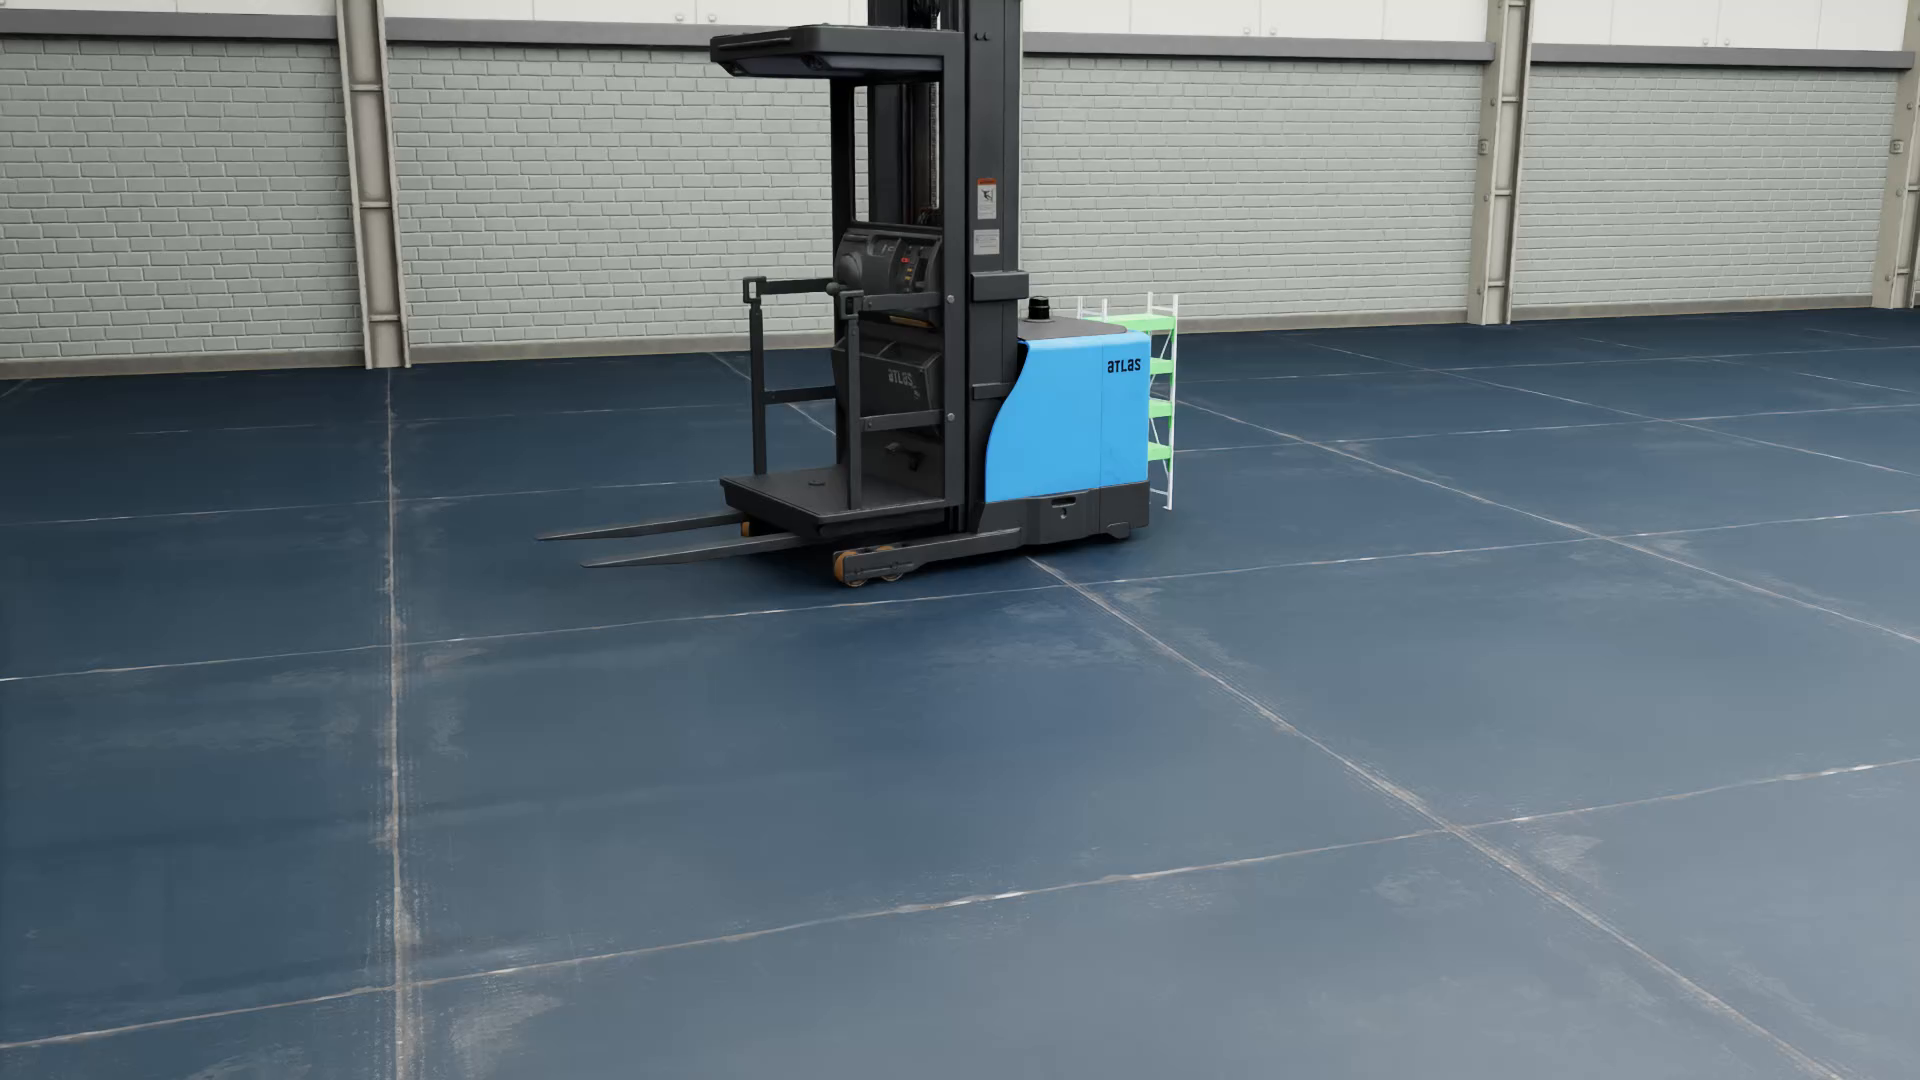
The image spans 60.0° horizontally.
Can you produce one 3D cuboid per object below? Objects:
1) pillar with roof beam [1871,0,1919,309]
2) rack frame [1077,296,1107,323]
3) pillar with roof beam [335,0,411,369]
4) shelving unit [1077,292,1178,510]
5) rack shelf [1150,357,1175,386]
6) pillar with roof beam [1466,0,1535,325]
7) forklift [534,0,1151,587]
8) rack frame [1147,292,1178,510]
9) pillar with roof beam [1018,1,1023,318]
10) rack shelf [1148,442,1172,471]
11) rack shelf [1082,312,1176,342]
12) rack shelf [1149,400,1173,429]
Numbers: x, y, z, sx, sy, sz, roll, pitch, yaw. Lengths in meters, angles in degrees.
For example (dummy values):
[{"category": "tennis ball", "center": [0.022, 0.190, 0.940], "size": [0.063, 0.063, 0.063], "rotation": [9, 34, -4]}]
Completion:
[{"category": "pillar with roof beam", "center": [13.135, -6.373, 15.988], "size": [0.400, 9.000, 9.100], "rotation": [-4, 14, -18]}, {"category": "rack frame", "center": [0.709, -0.718, 9.067], "size": [0.015, 1.200, 0.240], "rotation": [-8, 16, -32]}, {"category": "pillar with roof beam", "center": [-3.925, -5.044, 10.403], "size": [0.400, 9.000, 9.100], "rotation": [-4, 14, -18]}, {"category": "shelving unit", "center": [0.914, -0.748, 9.196], "size": [0.503, 1.200, 0.258], "rotation": [-8, 16, -32]}, {"category": "rack shelf", "center": [0.914, -0.920, 9.155], "size": [0.480, 0.148, 0.258], "rotation": [-8, 16, -32]}, {"category": "pillar with roof beam", "center": [7.448, -5.930, 14.127], "size": [0.400, 9.000, 9.100], "rotation": [-4, 14, -18]}, {"category": "forklift", "center": [-0.531, -1.347, 7.973], "size": [3.031, 2.935, 1.130], "rotation": [-8, 16, -32]}, {"category": "rack frame", "center": [1.120, -0.779, 9.324], "size": [0.015, 1.200, 0.240], "rotation": [-8, 16, -32]}, {"category": "pillar with roof beam", "center": [1.762, -5.487, 12.265], "size": [0.400, 9.000, 9.100], "rotation": [-4, 14, -18]}, {"category": "rack shelf", "center": [0.914, -0.453, 9.266], "size": [0.480, 0.148, 0.258], "rotation": [-8, 16, -32]}, {"category": "rack shelf", "center": [0.914, -1.153, 9.099], "size": [0.480, 0.148, 0.258], "rotation": [-8, 16, -32]}, {"category": "rack shelf", "center": [0.914, -0.686, 9.210], "size": [0.480, 0.148, 0.258], "rotation": [-8, 16, -32]}]
